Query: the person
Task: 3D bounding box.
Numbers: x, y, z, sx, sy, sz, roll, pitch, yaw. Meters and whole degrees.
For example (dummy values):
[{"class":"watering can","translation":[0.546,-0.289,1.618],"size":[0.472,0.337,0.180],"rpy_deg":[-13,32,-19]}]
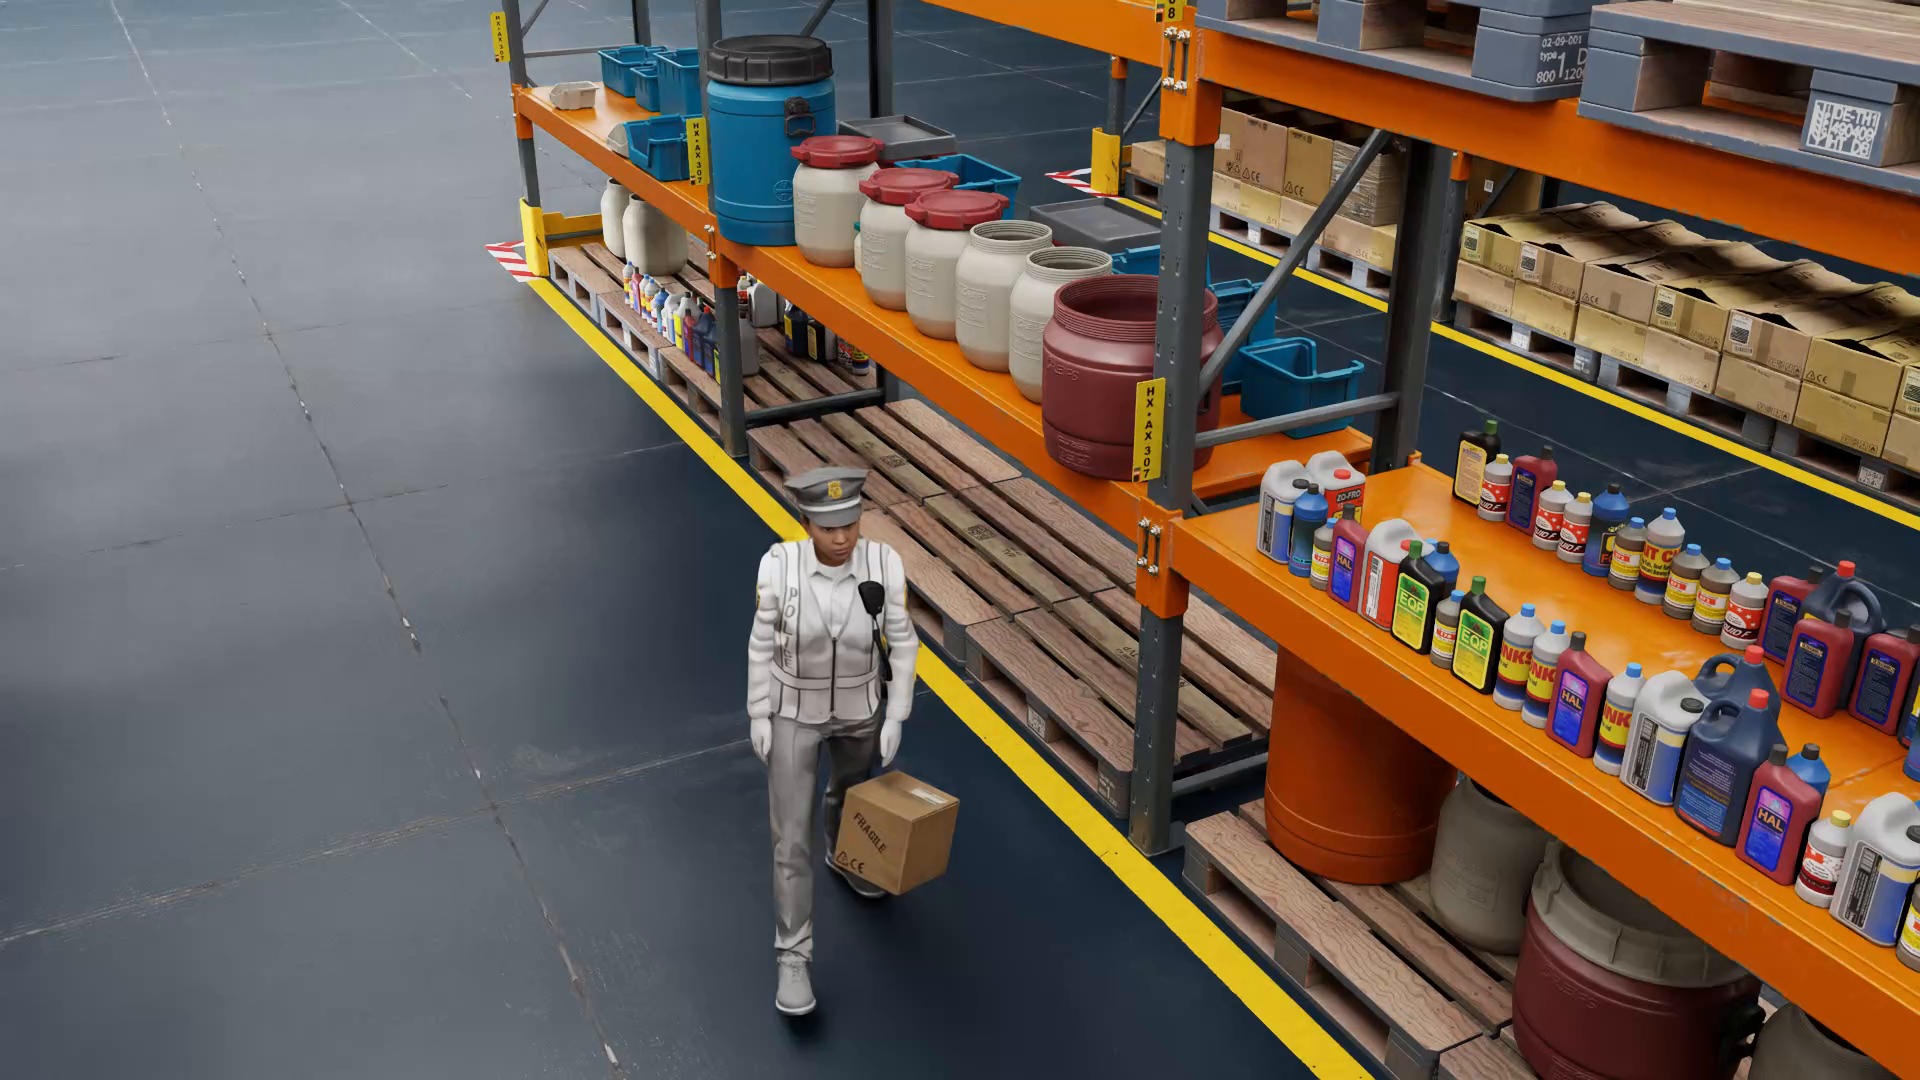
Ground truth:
[{"class":"person","translation":[-0.372,0.533,4.976],"size":[0.534,1.643,0.843],"rpy_deg":[-6,26,-13]}]
